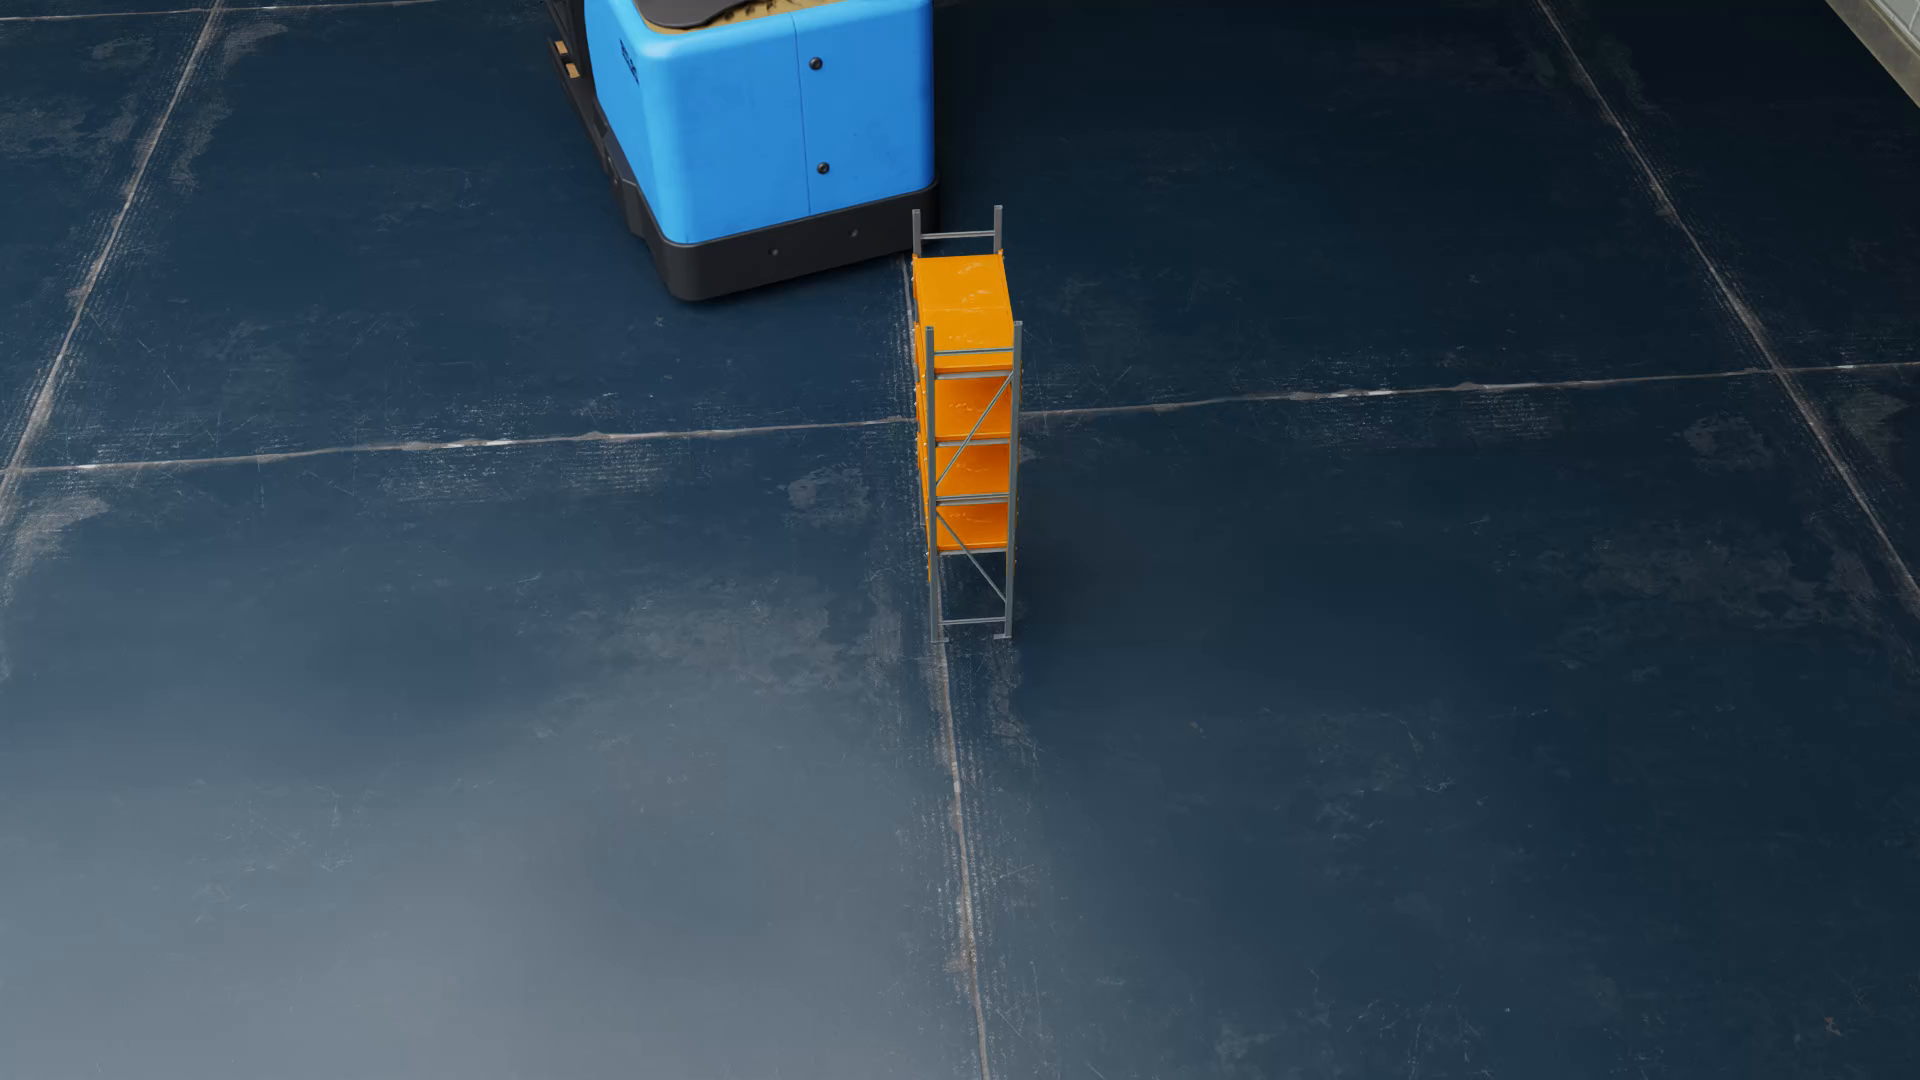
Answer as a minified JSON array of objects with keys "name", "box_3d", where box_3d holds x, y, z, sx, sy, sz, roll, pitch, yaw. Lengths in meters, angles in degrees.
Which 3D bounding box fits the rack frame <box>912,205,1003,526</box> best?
[{"name":"rack frame","box_3d":[-0.007,-0.469,4.868,0.240,1.200,0.015,-3,47,-3]}]

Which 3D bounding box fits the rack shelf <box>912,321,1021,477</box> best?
[{"name":"rack shelf","box_3d":[0.014,-0.400,4.587,0.258,0.148,0.480,-3,47,-3]}]

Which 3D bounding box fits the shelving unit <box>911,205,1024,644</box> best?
[{"name":"shelving unit","box_3d":[0.014,-0.293,4.701,0.258,1.200,0.503,-3,47,-3]}]

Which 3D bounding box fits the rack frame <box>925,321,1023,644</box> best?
[{"name":"rack frame","box_3d":[0.034,-0.116,4.534,0.240,1.200,0.015,-3,47,-3]}]

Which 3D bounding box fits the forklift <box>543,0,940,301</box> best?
[{"name":"forklift","box_3d":[-1.105,-2.952,6.027,1.130,2.935,3.031,-17,49,-15]}]

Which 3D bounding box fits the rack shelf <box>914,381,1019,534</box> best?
[{"name":"rack shelf","box_3d":[0.014,-0.247,4.750,0.258,0.148,0.480,-3,47,-3]}]

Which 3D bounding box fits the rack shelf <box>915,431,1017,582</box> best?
[{"name":"rack shelf","box_3d":[0.014,-0.110,4.894,0.258,0.148,0.480,-3,47,-3]}]

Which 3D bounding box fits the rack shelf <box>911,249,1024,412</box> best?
[{"name":"rack shelf","box_3d":[0.014,-0.563,4.416,0.258,0.148,0.480,-3,47,-3]}]
